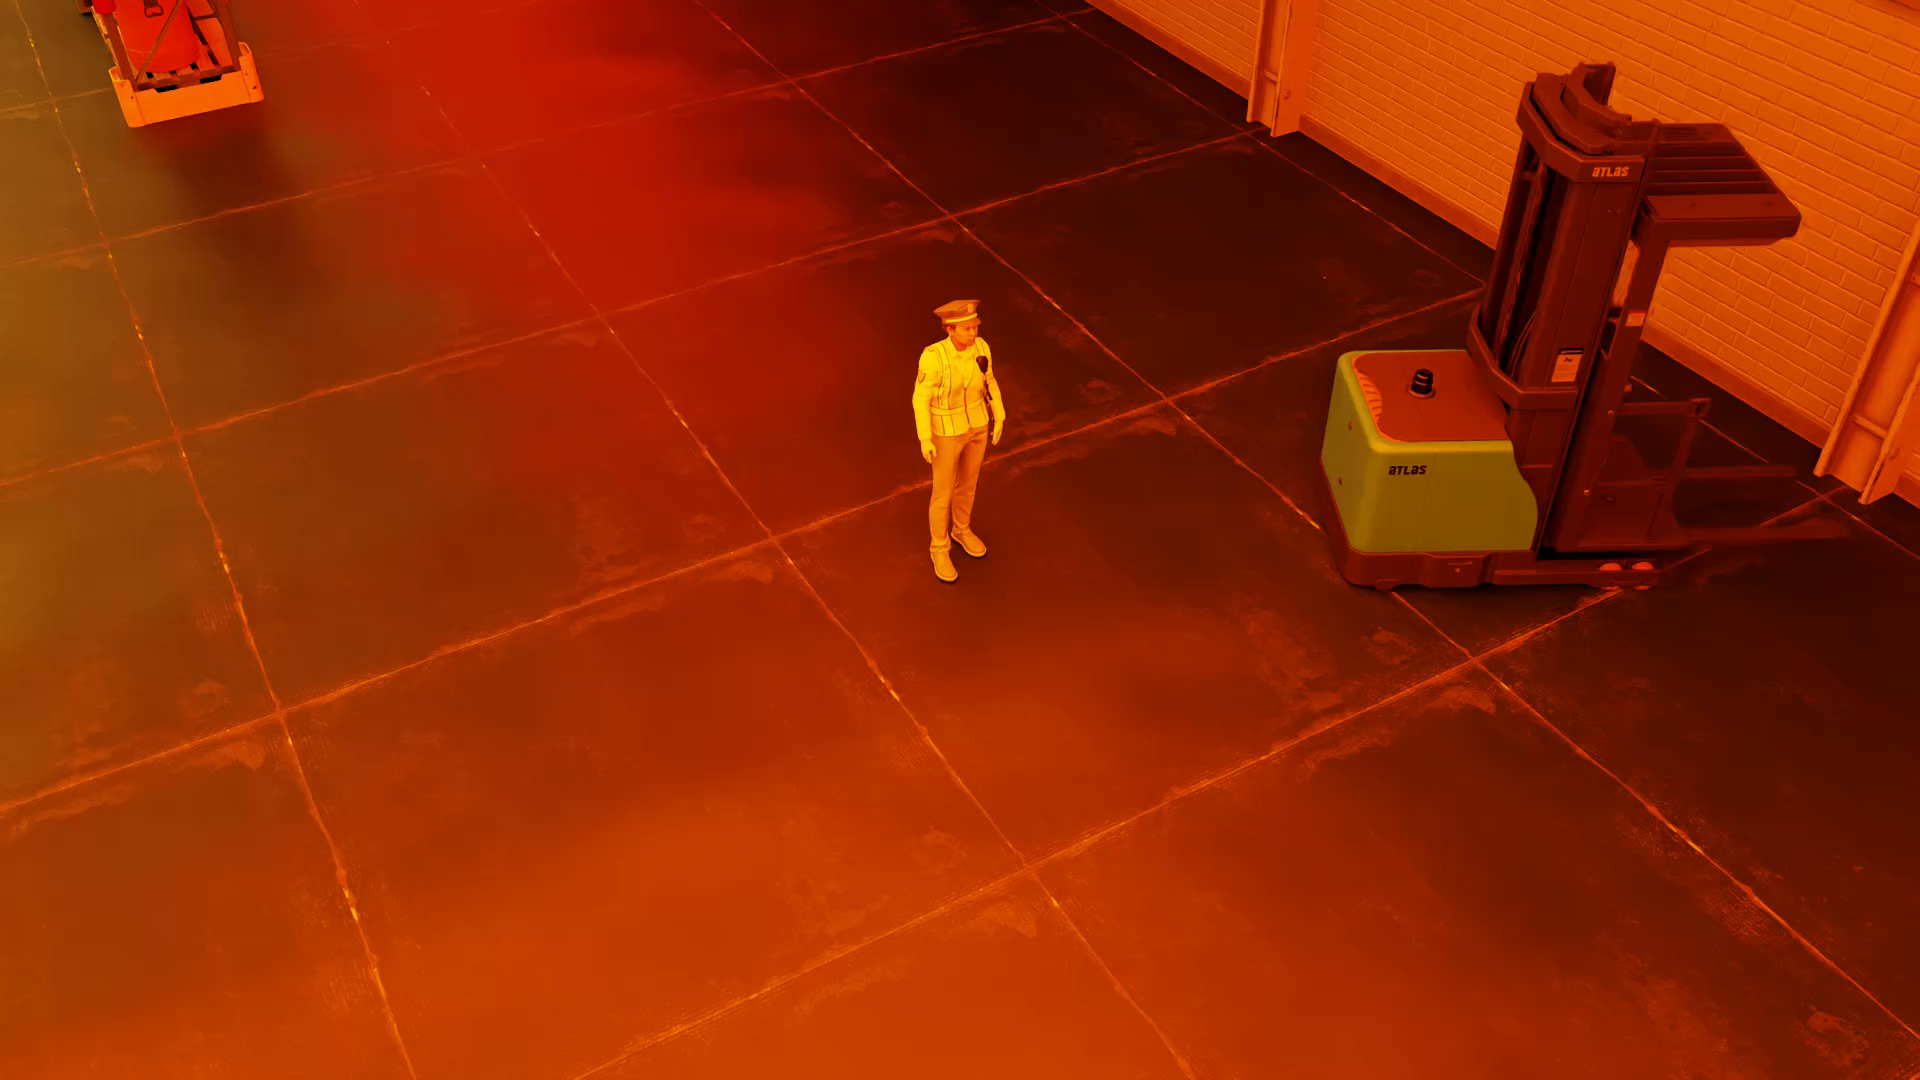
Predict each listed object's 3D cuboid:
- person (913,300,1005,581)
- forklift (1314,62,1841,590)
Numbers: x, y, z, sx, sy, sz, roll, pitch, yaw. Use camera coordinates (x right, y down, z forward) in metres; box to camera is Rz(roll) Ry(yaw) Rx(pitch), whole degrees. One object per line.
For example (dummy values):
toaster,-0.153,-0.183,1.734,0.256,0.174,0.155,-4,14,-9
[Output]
person,0.028,-0.619,9.739,0.587,1.696,0.534,-20,44,-23
forklift,3.788,-1.167,9.443,3.031,2.935,1.130,-1,40,-1
